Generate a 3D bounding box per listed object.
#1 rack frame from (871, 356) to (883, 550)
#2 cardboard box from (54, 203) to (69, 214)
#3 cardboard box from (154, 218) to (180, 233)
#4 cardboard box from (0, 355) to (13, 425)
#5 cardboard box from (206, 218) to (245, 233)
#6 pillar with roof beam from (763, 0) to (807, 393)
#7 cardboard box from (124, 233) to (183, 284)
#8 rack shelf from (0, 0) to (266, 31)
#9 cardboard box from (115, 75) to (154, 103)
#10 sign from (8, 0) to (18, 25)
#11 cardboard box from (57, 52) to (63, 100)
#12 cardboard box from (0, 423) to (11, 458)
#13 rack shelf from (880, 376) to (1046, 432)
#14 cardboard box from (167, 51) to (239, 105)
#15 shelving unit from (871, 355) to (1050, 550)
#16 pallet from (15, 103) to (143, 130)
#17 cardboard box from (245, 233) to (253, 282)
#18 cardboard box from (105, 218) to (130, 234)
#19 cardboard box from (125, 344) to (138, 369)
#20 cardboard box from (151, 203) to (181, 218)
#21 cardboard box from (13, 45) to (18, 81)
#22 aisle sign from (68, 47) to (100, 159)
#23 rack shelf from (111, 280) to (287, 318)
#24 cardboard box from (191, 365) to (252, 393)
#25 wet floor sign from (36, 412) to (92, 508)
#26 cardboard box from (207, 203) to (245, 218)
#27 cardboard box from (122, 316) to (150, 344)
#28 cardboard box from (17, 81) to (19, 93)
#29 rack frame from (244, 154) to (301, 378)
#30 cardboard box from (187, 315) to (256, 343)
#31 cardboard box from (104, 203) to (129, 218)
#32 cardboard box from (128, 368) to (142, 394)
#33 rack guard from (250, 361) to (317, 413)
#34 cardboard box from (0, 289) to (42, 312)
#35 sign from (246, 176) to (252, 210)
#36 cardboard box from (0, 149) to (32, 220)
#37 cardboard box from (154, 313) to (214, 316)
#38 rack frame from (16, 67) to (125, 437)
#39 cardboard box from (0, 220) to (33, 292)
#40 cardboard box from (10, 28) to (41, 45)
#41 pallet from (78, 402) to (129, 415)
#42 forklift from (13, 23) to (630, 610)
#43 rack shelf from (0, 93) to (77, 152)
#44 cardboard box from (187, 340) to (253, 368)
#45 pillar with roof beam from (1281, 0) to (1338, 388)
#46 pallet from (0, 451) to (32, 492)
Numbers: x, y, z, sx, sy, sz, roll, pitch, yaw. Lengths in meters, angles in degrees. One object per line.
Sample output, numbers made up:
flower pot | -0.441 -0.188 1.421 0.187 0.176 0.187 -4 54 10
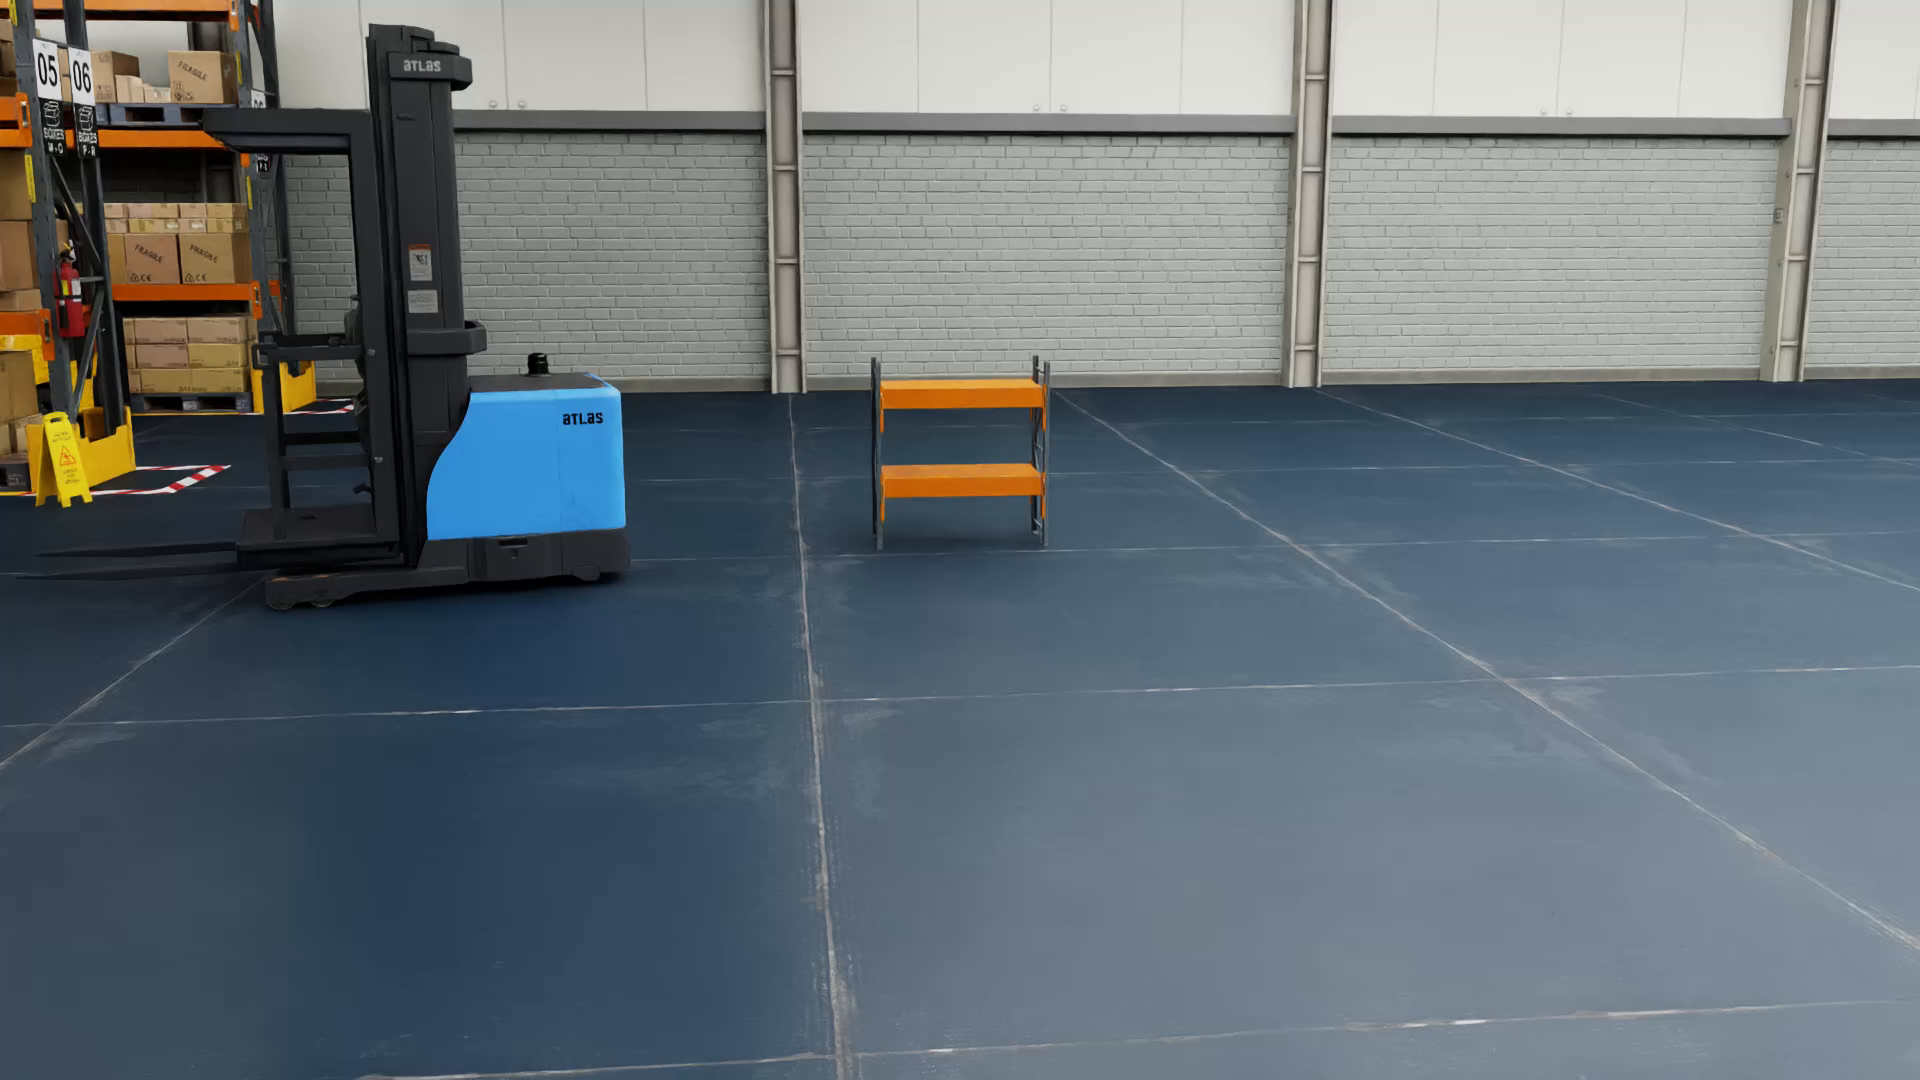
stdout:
rack frame | -0.512 -0.541 10.205 0.032 1.125 0.500 -1 11 -6
cardboard box | -8.980 -3.310 16.717 0.250 0.149 0.380 -1 11 -5
cardboard box | -7.952 -3.179 16.824 0.250 0.149 0.380 -1 11 -5
cardboard box | -7.351 -1.084 12.201 0.500 0.500 0.500 -1 11 -6
cardboard box | -7.437 -3.184 16.847 0.250 0.149 0.380 -1 11 -5
pillar with roof beam | -1.482 -5.279 13.893 0.400 9.000 9.100 -1 11 -6
cardboard box | -8.100 -2.857 16.866 0.500 0.500 0.500 -1 11 -4
rack shelf | -9.110 -5.230 16.547 4.000 0.370 1.077 -1 11 -6
cardboard box | -8.165 -4.458 16.492 0.258 0.266 0.396 -1 11 -6
sign | -6.542 -3.725 11.470 0.005 0.325 0.100 -1 11 -6
cardboard box | -9.151 -4.592 16.560 0.637 0.503 0.797 -1 11 -4
cardboard box | -7.381 -0.714 12.262 0.500 0.250 0.500 -1 11 -6
rack shelf | -0.007 -0.839 10.202 1.000 0.278 0.538 -1 11 -6
cardboard box | -7.536 -4.598 16.596 0.500 0.500 0.500 -1 11 -4
shelving unit | -0.007 -0.552 10.259 1.048 1.125 0.538 -1 11 -6
pallet | -9.043 -4.270 16.767 1.213 0.211 1.003 -1 11 -6
cardboard box | -7.645 -2.970 17.439 0.500 0.500 0.500 -1 11 -4
cardboard box | -8.460 -3.162 16.734 0.250 0.149 0.380 -2 11 -8
cardboard box | -8.583 -1.887 16.932 0.500 0.250 0.500 -1 11 -7
cardboard box | -7.955 -3.321 16.775 0.250 0.149 0.380 -1 11 -5
cardboard box | -7.111 -3.511 12.291 0.500 0.250 0.500 -1 11 -7
aisle sign | -6.554 -3.262 12.446 0.004 0.787 0.394 -1 11 -6
rack shelf | -9.110 -2.483 17.087 4.000 0.370 1.077 -1 11 -6
cardboard box | -7.555 -1.664 17.097 0.500 0.250 0.500 -1 11 -6
wet floor sign | -6.278 -0.569 11.592 0.232 0.644 0.267 3 11 14
cardboard box | -7.455 -3.343 16.885 0.250 0.149 0.380 -1 11 -6
cardboard box | -8.554 -2.132 16.882 0.500 0.250 0.500 -1 11 -5
cardboard box | -6.947 -3.330 12.405 0.250 0.149 0.380 -1 11 -6
rack frame | -7.122 -2.878 17.230 0.127 3.000 1.000 -1 11 -6
cardboard box | -7.546 -2.156 17.005 0.500 0.250 0.500 -1 11 -4
cardboard box | -8.457 -3.304 16.685 0.250 0.149 0.380 -1 11 -5
cardboard box | -8.549 -1.647 17.009 0.500 0.250 0.500 -1 11 -5
rack guard | -7.098 -1.652 17.473 0.348 0.500 1.175 -1 11 -6
cardboard box | -6.931 -1.754 12.164 0.250 0.149 0.380 -1 11 -4
sign | -7.077 -3.458 16.564 0.005 0.325 0.100 -1 11 -6
cardboard box | -7.067 -2.559 11.986 0.500 0.500 0.700 -1 11 -7
cardboard box | -8.117 -2.240 17.435 0.500 0.250 0.500 -1 11 -6
rack frame | -6.582 -1.926 12.388 0.127 3.000 1.000 -1 11 -6
cardboard box | -7.092 -2.057 12.024 0.500 0.500 0.500 -1 11 -7
cardboard box | -6.958 -3.697 12.207 0.250 0.149 0.380 -1 11 -6
pallet | -9.088 -1.461 17.251 1.213 0.211 1.003 -1 11 -6
forklift | -3.402 -1.193 8.840 3.031 2.935 1.130 -4 12 -20
rack shelf | -8.571 -3.003 11.956 4.000 0.370 1.077 -1 11 -6
cardboard box | -7.572 -1.910 17.050 0.500 0.250 0.500 -1 11 -7
pillar with roof beam | 4.483 -5.404 14.529 0.400 9.000 9.100 -1 11 -6
pallet | -7.469 -0.546 12.598 1.213 0.211 1.003 -1 11 -6
